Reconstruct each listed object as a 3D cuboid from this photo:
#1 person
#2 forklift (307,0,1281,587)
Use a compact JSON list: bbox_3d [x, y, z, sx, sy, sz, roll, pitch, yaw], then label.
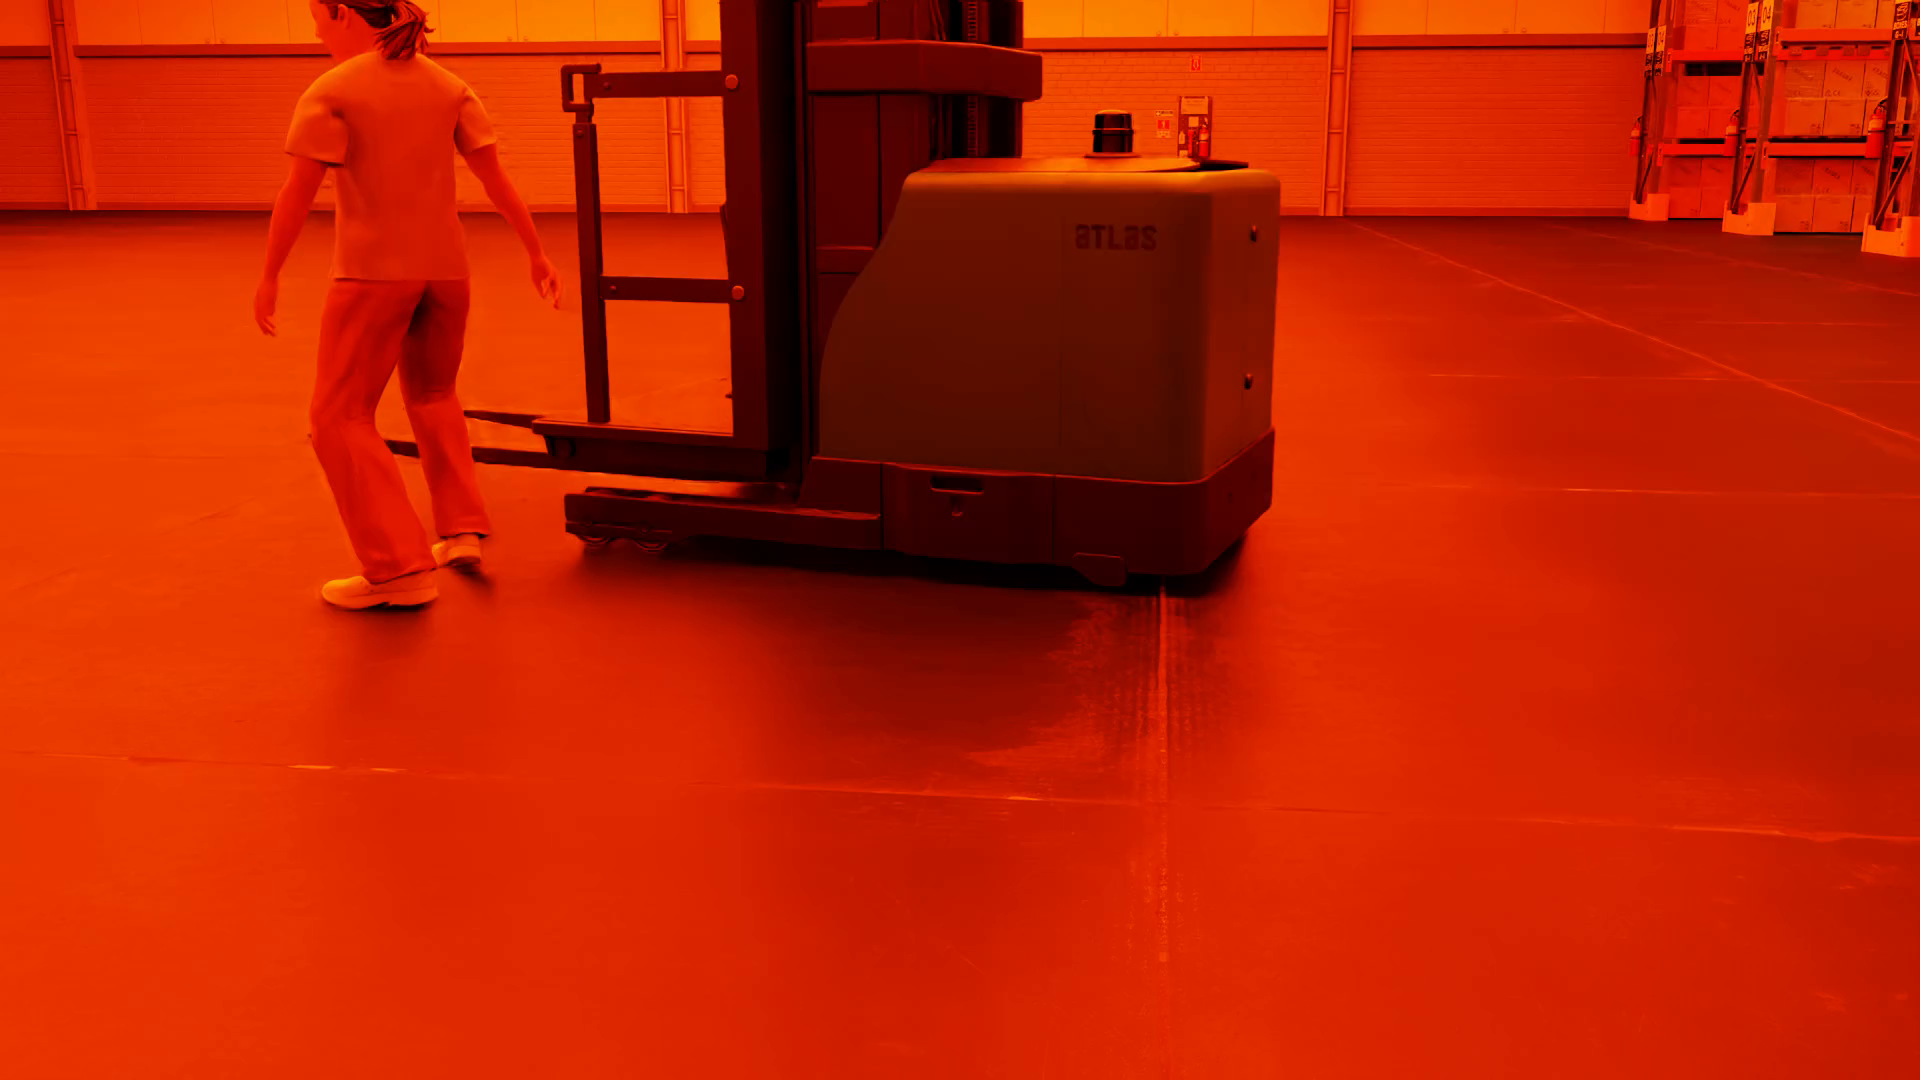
[{"bbox_3d":[-1.420,-0.667,4.322,0.539,1.635,0.731,12,17,41],"label":"person"},{"bbox_3d":[-0.614,-1.498,4.915,3.031,2.935,1.130,5,14,21],"label":"forklift"}]
